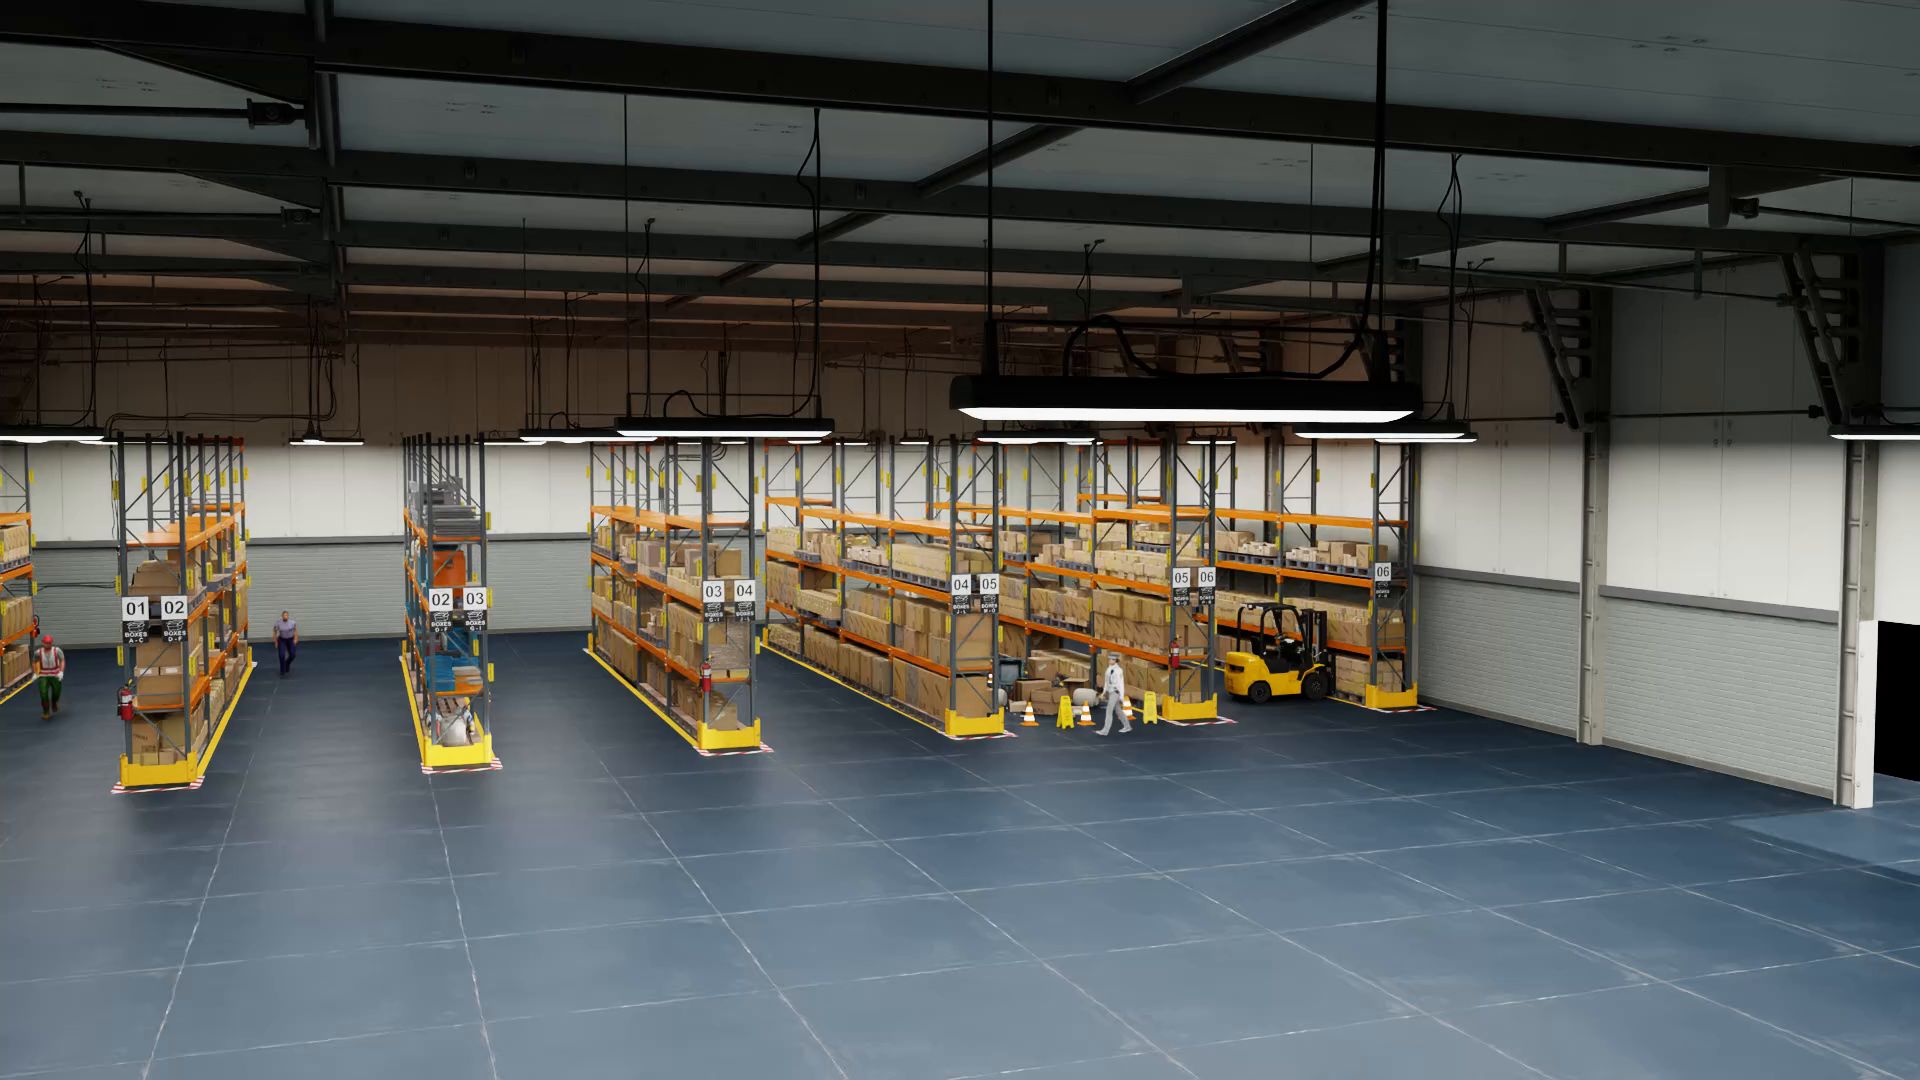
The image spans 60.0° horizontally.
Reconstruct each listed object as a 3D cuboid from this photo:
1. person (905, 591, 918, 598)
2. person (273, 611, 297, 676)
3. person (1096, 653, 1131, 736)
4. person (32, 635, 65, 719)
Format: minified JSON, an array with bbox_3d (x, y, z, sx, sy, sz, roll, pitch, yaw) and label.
[{"bbox_3d":[-1.541,2.094,50.965,1.056,1.591,0.429,-2,4,-34],"label":"person"},{"bbox_3d":[-17.088,2.590,42.098,0.571,1.631,0.557,-2,4,-29],"label":"person"},{"bbox_3d":[3.057,3.063,33.221,0.840,1.642,0.486,-1,3,-14],"label":"person"},{"bbox_3d":[-19.378,2.889,35.351,0.620,1.764,0.701,-2,4,-28],"label":"person"}]
